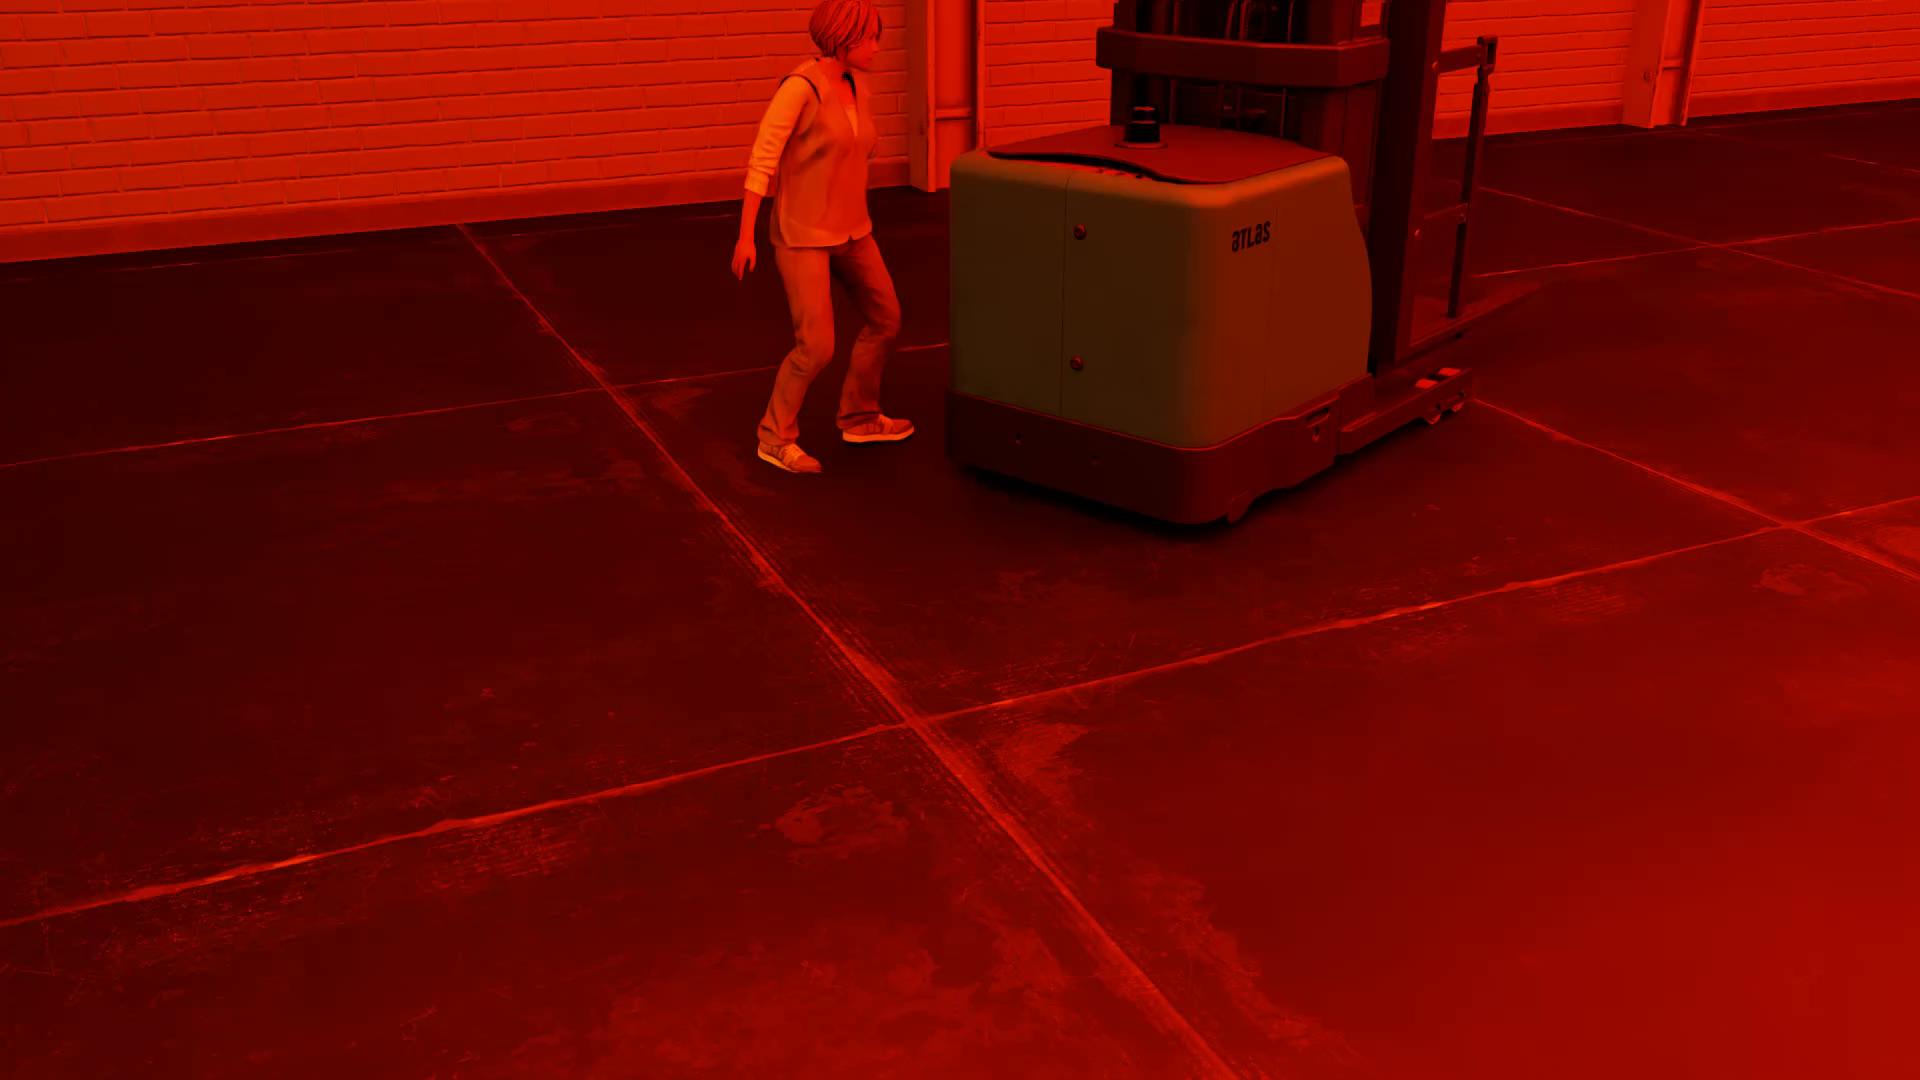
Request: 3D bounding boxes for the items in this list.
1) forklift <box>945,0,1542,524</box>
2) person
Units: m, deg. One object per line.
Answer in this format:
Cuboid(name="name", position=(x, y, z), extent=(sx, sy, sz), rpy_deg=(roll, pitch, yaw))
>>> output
Cuboid(name="forklift", position=(1.284, -1.890, 5.837), extent=(1.130, 2.935, 3.031), rpy_deg=(18, 29, 37))
Cuboid(name="person", position=(-0.460, -0.991, 5.503), extent=(0.405, 1.569, 0.742), rpy_deg=(15, 27, 32))
